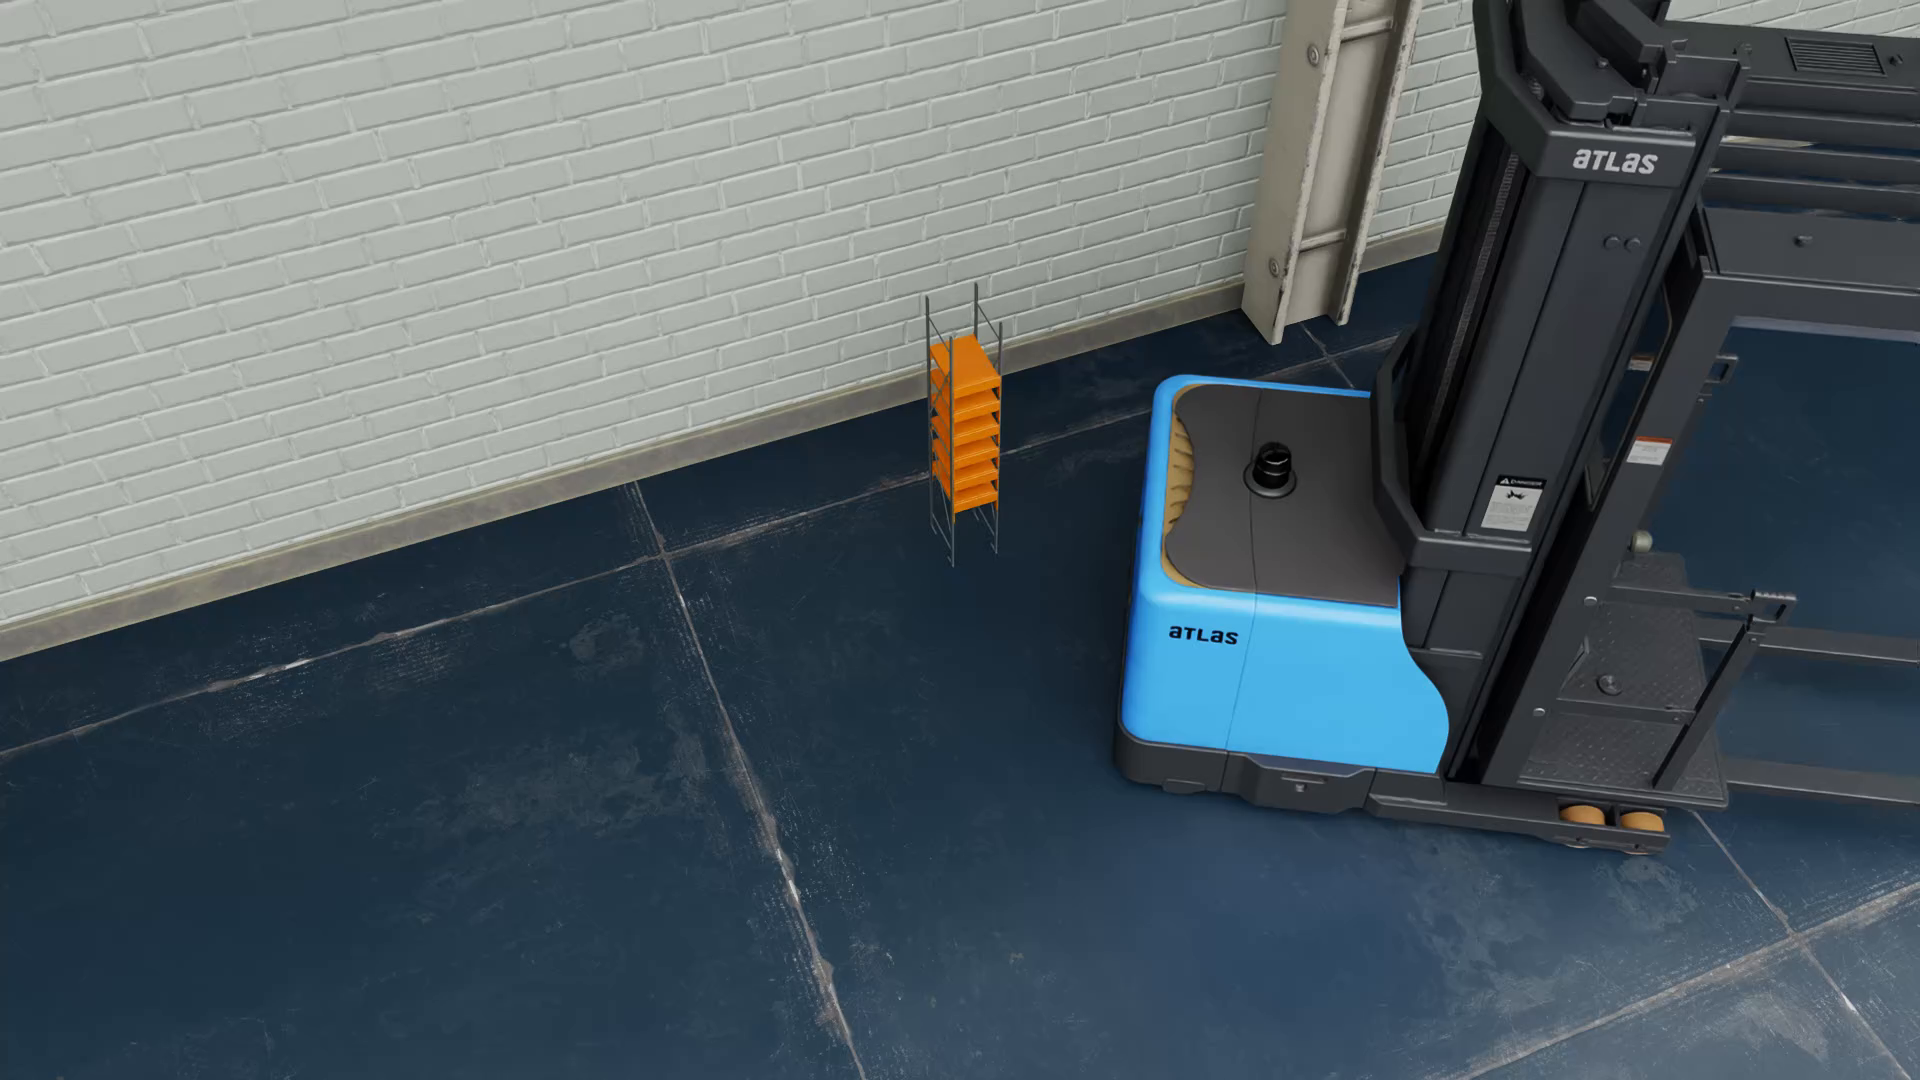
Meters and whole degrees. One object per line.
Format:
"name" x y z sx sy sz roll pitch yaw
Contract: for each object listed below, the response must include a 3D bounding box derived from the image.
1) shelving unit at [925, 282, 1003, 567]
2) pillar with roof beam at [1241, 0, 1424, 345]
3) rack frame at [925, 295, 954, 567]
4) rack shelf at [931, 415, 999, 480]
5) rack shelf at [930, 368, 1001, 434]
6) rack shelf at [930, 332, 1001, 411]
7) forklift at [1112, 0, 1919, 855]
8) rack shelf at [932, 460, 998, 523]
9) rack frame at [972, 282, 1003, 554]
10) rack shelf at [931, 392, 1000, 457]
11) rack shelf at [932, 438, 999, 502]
"shelving unit" 0.013 -0.395 6.139 0.189 1.200 0.258 -17 52 -14
"pillar with roof beam" 3.122 -0.930 1.458 0.400 9.000 9.100 -17 52 -14
"rack frame" -0.071 -0.369 6.117 0.006 1.200 0.240 -17 52 -14
"rack shelf" 0.013 -0.366 6.173 0.180 0.103 0.258 -17 52 -14
"rack shelf" 0.013 -0.522 5.991 0.180 0.103 0.258 -17 52 -14
"rack shelf" 0.013 -0.601 5.900 0.180 0.103 0.258 -17 52 -14
"forklift" 2.094 -0.315 4.929 3.031 2.935 1.130 6 50 5
"rack shelf" 0.013 -0.210 6.355 0.180 0.103 0.258 -17 52 -14
"rack frame" 0.098 -0.421 6.162 0.006 1.200 0.240 -17 52 -14
"rack shelf" 0.013 -0.444 6.082 0.180 0.103 0.258 -17 52 -14
"rack shelf" 0.013 -0.288 6.264 0.180 0.103 0.258 -17 52 -14
